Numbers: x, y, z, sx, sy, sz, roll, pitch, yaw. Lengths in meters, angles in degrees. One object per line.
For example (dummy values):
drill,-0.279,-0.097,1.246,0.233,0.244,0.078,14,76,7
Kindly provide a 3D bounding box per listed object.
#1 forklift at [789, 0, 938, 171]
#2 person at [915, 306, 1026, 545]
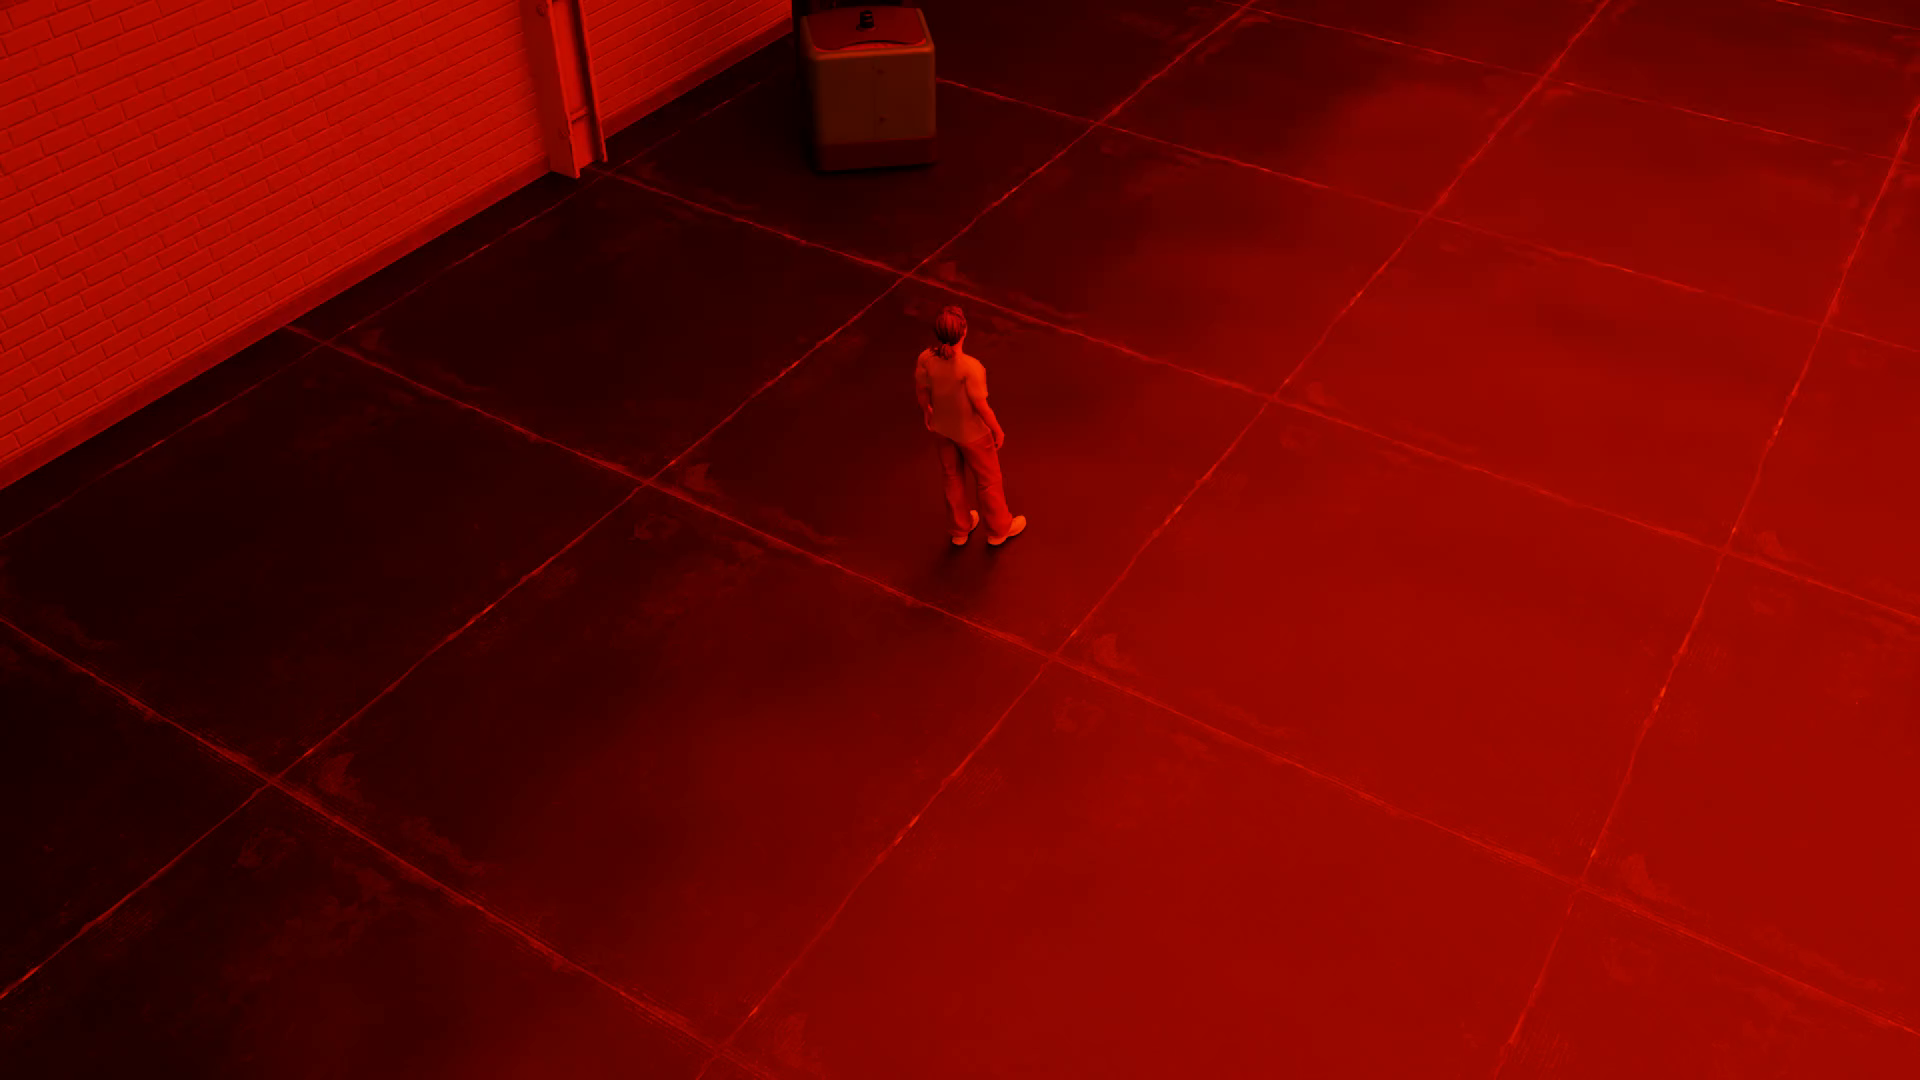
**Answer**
forklift,-0.929,-5.112,14.000,1.130,2.935,3.031,-6,41,-7
person,0.049,-0.681,9.730,0.553,1.675,0.549,22,45,24
